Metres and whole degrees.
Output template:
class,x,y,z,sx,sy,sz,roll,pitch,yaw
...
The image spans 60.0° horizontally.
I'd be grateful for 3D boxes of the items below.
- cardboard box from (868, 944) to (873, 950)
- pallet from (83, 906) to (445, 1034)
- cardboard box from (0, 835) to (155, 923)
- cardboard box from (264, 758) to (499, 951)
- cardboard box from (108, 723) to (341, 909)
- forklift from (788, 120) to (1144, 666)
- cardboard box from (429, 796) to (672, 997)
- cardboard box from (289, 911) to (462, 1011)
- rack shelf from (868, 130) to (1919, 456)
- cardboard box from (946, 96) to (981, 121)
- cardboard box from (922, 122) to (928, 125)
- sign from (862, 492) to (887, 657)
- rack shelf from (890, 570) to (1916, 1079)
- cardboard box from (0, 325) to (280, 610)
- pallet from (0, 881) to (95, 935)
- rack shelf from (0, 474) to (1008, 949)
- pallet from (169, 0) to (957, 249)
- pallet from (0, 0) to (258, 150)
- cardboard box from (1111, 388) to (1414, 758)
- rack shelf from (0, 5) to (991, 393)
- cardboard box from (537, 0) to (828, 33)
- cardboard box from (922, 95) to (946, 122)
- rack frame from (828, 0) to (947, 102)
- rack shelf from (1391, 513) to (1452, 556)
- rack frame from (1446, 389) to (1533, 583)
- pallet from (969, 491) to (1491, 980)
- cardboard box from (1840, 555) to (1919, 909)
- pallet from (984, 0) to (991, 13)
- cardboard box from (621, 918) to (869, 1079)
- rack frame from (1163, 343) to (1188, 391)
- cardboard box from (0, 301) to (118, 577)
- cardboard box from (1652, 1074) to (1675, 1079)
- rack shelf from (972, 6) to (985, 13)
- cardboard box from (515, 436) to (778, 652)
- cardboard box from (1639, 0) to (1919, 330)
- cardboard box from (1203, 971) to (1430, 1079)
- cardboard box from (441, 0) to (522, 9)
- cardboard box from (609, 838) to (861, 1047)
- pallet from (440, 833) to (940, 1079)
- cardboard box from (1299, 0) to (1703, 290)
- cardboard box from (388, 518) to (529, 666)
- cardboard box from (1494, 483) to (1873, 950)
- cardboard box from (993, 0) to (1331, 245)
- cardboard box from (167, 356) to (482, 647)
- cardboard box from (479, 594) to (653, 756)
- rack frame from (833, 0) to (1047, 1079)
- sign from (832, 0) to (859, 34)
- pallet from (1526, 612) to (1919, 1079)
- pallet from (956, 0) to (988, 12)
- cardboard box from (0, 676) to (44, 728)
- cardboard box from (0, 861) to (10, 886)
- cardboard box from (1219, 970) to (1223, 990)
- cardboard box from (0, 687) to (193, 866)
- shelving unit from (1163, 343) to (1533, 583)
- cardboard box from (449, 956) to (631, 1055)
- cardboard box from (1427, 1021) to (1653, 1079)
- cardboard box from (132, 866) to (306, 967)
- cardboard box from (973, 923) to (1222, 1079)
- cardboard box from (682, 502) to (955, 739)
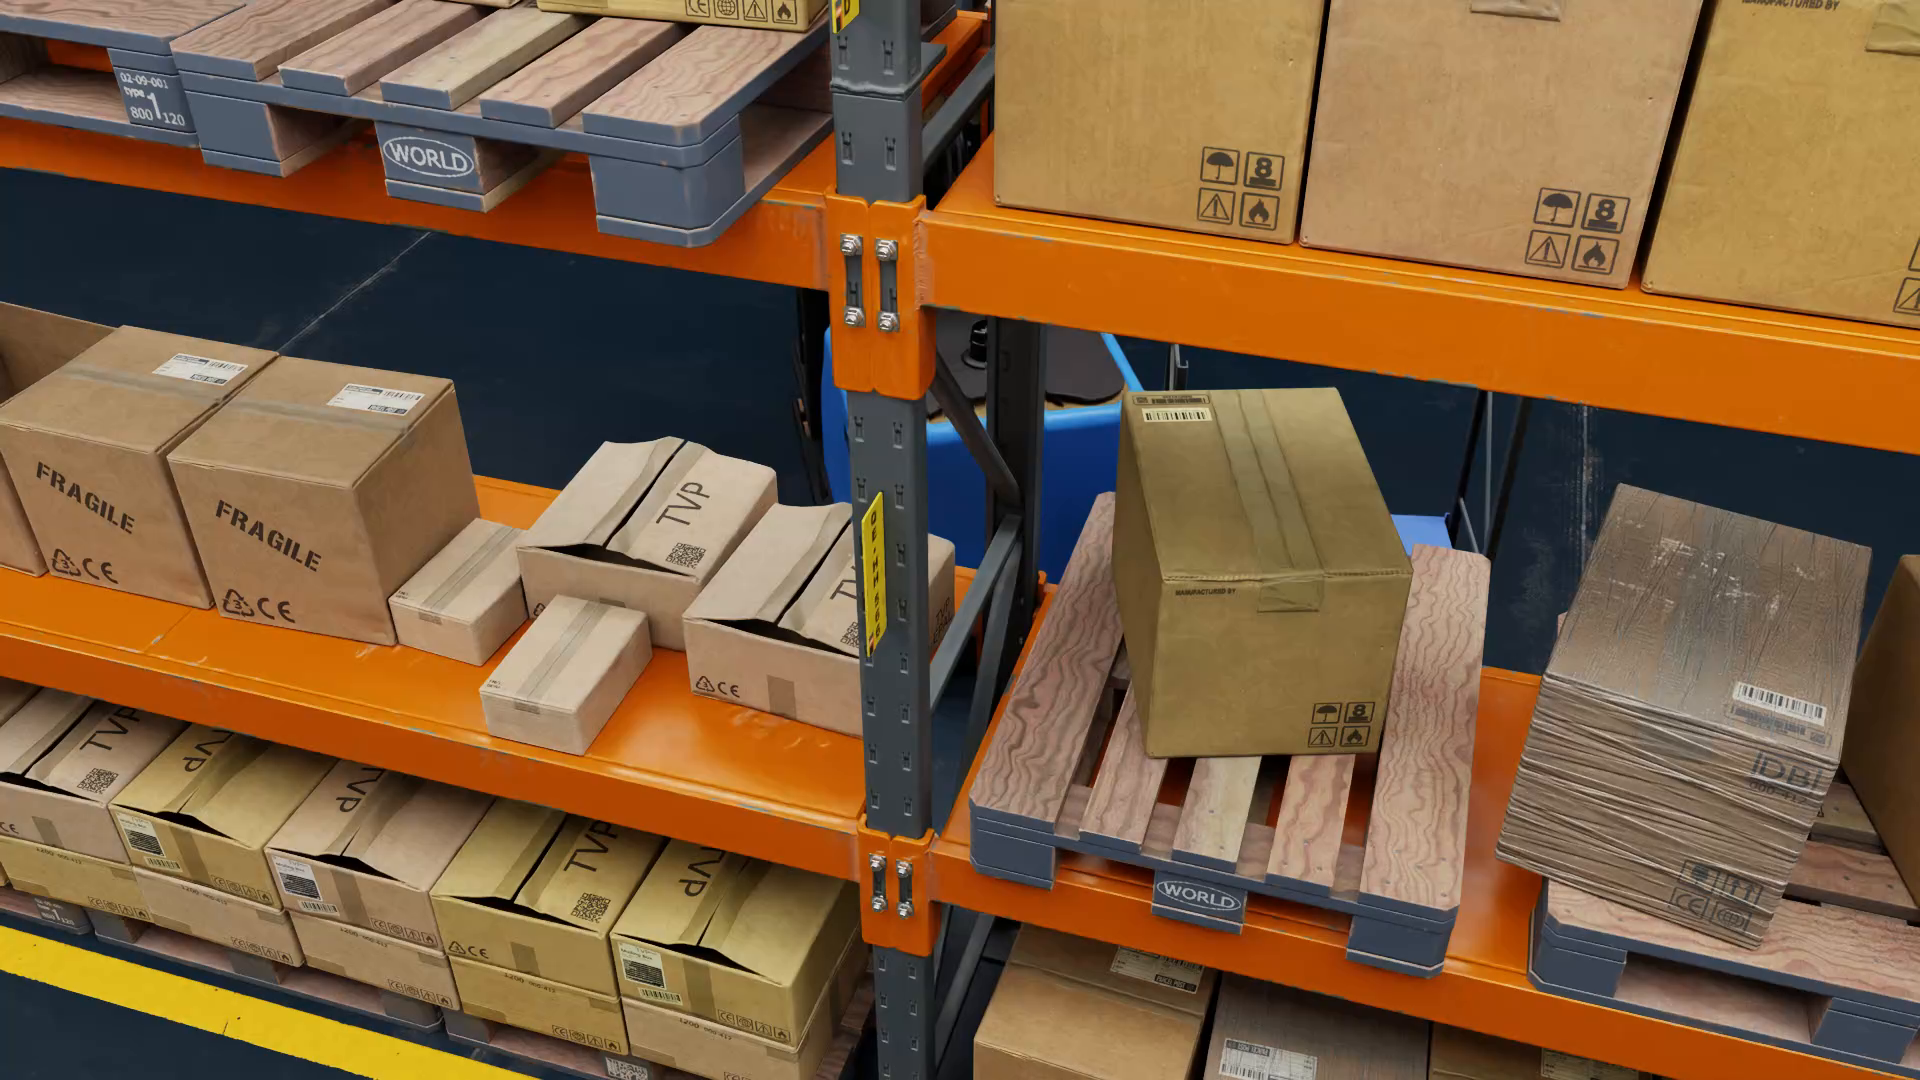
class,x,y,z,sx,sy,sz,roll,pitch,yaw
cardboard box,-0.411,0.900,4.963,0.500,0.250,0.500,10,38,14
pallet,-1.934,0.959,5.269,1.213,0.211,1.003,10,38,14
cardboard box,-2.523,0.844,5.038,0.500,0.250,0.500,9,37,12
cardboard box,-1.551,0.800,4.625,0.500,0.311,0.500,10,38,14
cardboard box,-2.029,0.710,4.747,0.500,0.311,0.500,12,38,15
forklift,-0.133,-1.567,6.406,1.130,2.935,3.031,-7,37,-9
cardboard box,-1.070,0.891,4.501,0.500,0.311,0.500,10,38,13
cardboard box,-1.546,1.024,4.794,0.500,0.250,0.500,11,38,15
rack shelf,1.910,-0.345,2.764,4.000,0.370,1.077,10,38,14
cardboard box,0.246,-2.290,8.436,0.500,0.250,0.500,11,38,15
cardboard box,-0.168,-2.080,8.784,0.500,0.500,0.700,10,38,14
sign,-0.161,0.068,3.150,0.005,0.325,0.100,10,38,14
rack shelf,1.910,0.863,3.654,4.000,0.370,1.077,10,38,14
cardboard box,-2.108,-0.201,4.408,0.500,0.500,0.500,11,38,14
pallet,-3.102,0.744,5.561,1.213,0.211,1.003,10,38,14
rack shelf,-1.908,0.156,4.614,4.000,0.370,1.077,10,38,14
pallet,-0.673,-0.981,3.182,1.003,0.211,1.213,12,38,16
pallet,-1.742,-1.177,3.448,1.213,0.211,1.003,12,38,16
cardboard box,0.636,0.058,3.702,0.500,0.500,0.700,-1,36,-2
rack shelf,-1.908,-1.052,3.725,4.000,0.370,1.077,10,38,14
cardboard box,-0.449,-1.145,3.017,0.500,0.250,0.500,8,37,10
cardboard box,-0.246,-2.378,8.555,0.500,0.250,0.500,10,38,14
rack frame,0.001,-2.196,2.142,0.127,3.000,1.000,10,38,14
rack shelf,1.183,0.113,5.635,1.000,0.185,0.538,2,36,3
rack frame,1.690,-0.011,5.500,0.032,1.500,0.500,2,36,3
pallet,0.669,0.377,3.869,1.003,0.211,1.213,10,38,14
cardboard box,2.114,0.440,3.183,0.500,0.500,0.700,2,36,2
pallet,0.762,-2.572,7.876,1.003,0.211,1.213,10,38,14
cardboard box,-0.574,1.203,4.550,0.500,0.250,0.500,11,38,15
rack frame,0.676,-0.053,5.557,0.032,1.500,0.500,2,36,3
cardboard box,-2.586,-0.289,4.528,0.500,0.500,0.500,13,38,17
cardboard box,1.829,1.562,3.835,0.500,0.500,0.500,9,37,12
rack shelf,-0.435,-2.647,8.423,4.000,0.370,1.077,10,38,14
cardboard box,-0.795,-0.012,4.311,0.500,0.311,0.500,10,38,13
cardboard box,1.411,-0.788,2.676,0.500,0.500,0.910,10,38,14
cardboard box,0.852,1.381,4.081,0.500,0.500,0.500,9,37,12
cardboard box,-0.955,-1.228,3.129,0.500,0.250,0.500,11,38,15
cardboard box,-0.572,0.979,4.381,0.500,0.311,0.500,11,38,15
pallet,-0.773,1.175,4.975,1.213,0.211,1.003,10,38,14
cardboard box,0.914,-0.880,2.800,0.500,0.500,0.910,10,38,14
cardboard box,-1.233,0.128,4.258,0.250,0.149,0.380,13,38,17
cardboard box,1.452,0.328,3.335,0.500,0.500,0.700,18,40,22
cardboard box,0.427,-0.970,2.923,0.500,0.500,0.910,10,38,14
cardboard box,-1.606,-0.108,4.281,0.500,0.500,0.500,9,37,11
cardboard box,-0.940,0.319,3.999,0.250,0.149,0.380,10,38,14
rack frame,0.001,0.220,3.921,0.127,3.000,1.000,10,38,14
sign,-0.172,-0.916,2.430,0.005,0.325,0.100,10,38,14
pallet,1.859,0.638,3.514,1.213,0.211,1.003,10,38,14
pallet,-0.427,-2.833,8.230,1.213,0.211,1.003,10,38,14
cardboard box,-3.021,0.531,4.991,0.500,0.311,0.500,10,38,13
cardboard box,-3.018,0.754,5.161,0.500,0.250,0.500,11,38,15
cardboard box,0.964,1.082,4.487,0.500,0.500,0.500,12,38,16
cardboard box,-2.526,0.622,4.867,0.500,0.311,0.500,9,37,12
shelving unit,1.183,-0.032,5.529,1.048,1.500,0.538,2,36,3
cardboard box,-1.067,1.114,4.671,0.500,0.250,0.500,10,38,13
cardboard box,1.329,1.473,3.956,0.500,0.500,0.500,10,38,13
cardboard box,-2.038,0.934,4.915,0.500,0.250,0.500,11,38,15
cardboard box,0.350,1.292,4.202,0.500,0.500,0.500,12,38,16
cardboard box,-0.333,0.167,4.068,0.500,0.311,0.500,13,38,17
